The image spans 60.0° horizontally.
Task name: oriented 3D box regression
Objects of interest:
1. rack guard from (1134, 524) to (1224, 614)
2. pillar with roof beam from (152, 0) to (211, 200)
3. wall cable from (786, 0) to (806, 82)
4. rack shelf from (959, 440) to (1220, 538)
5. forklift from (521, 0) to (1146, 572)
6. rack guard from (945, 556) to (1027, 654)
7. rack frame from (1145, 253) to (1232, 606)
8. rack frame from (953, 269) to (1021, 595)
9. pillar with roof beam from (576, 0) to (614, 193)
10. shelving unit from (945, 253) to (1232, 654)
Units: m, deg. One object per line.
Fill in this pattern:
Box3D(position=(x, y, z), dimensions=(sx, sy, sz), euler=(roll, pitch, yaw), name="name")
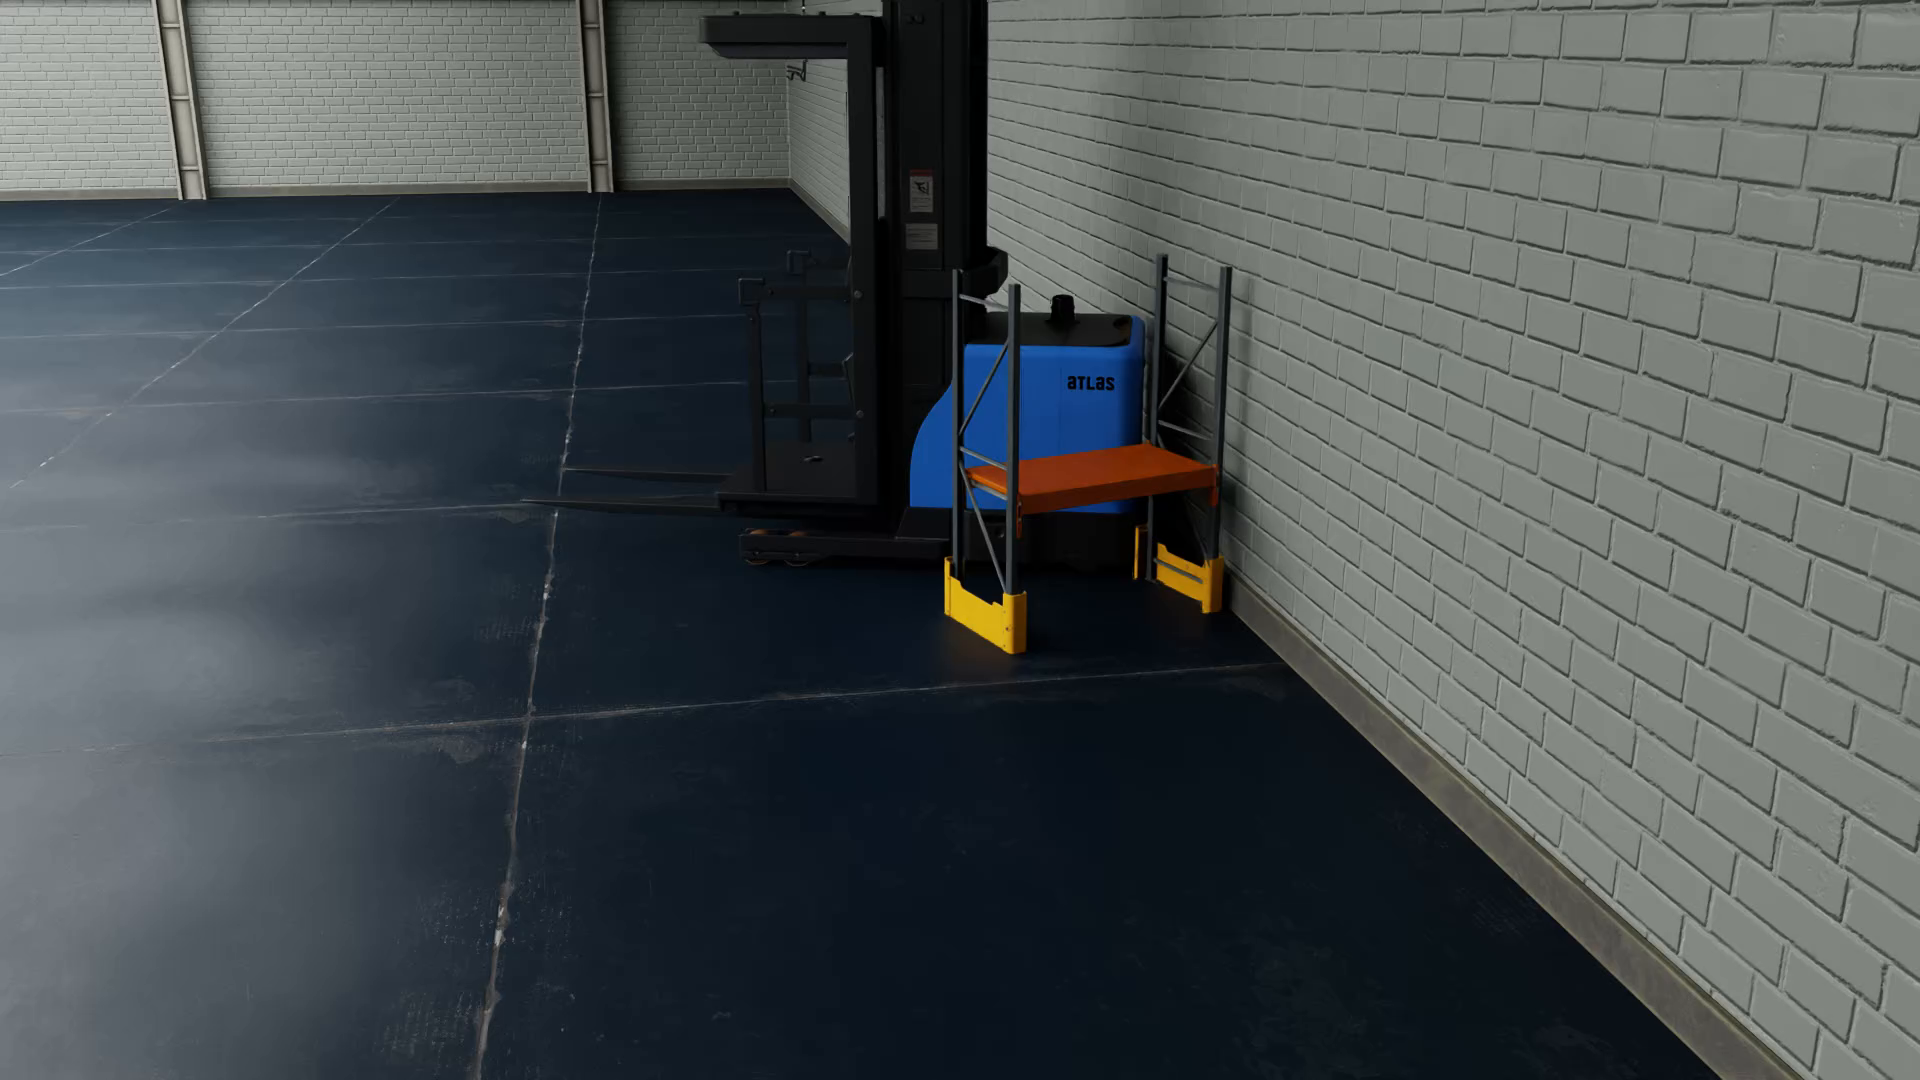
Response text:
Box3D(position=(0.977, 0.126, 7.476), dimensions=(0.087, 0.250, 0.587), euler=(-9, 19, -27), name="rack guard")
Box3D(position=(-10.721, -8.212, 19.722), dimensions=(0.400, 9.000, 9.100), euler=(-3, 17, -10), name="pillar with roof beam")
Box3D(position=(-2.504, -8.086, 24.600), dimensions=(0.112, 2.526, 3.097), euler=(-3, 17, -10), name="wall cable")
Box3D(position=(0.548, -0.231, 7.121), dimensions=(1.000, 0.185, 0.538), euler=(-9, 19, -27), name="rack shelf")
Box3D(position=(-0.618, -1.424, 7.957), dimensions=(3.031, 2.935, 1.130), euler=(2, 17, 7), name="forklift")
Box3D(position=(0.103, 0.266, 7.020), dimensions=(0.087, 0.250, 0.587), euler=(-9, 19, -27), name="rack guard")
Box3D(position=(0.994, -0.474, 7.301), dimensions=(0.032, 1.500, 0.500), euler=(-9, 19, -27), name="rack frame")
Box3D(position=(0.102, -0.331, 6.836), dimensions=(0.032, 1.500, 0.500), euler=(-9, 19, -27), name="rack frame")
Box3D(position=(-4.830, -8.546, 20.810), dimensions=(0.400, 9.000, 9.100), euler=(-3, 17, -10), name="pillar with roof beam")
Box3D(position=(0.540, -0.401, 7.064), dimensions=(1.083, 1.500, 0.587), euler=(-9, 19, -27), name="shelving unit")
